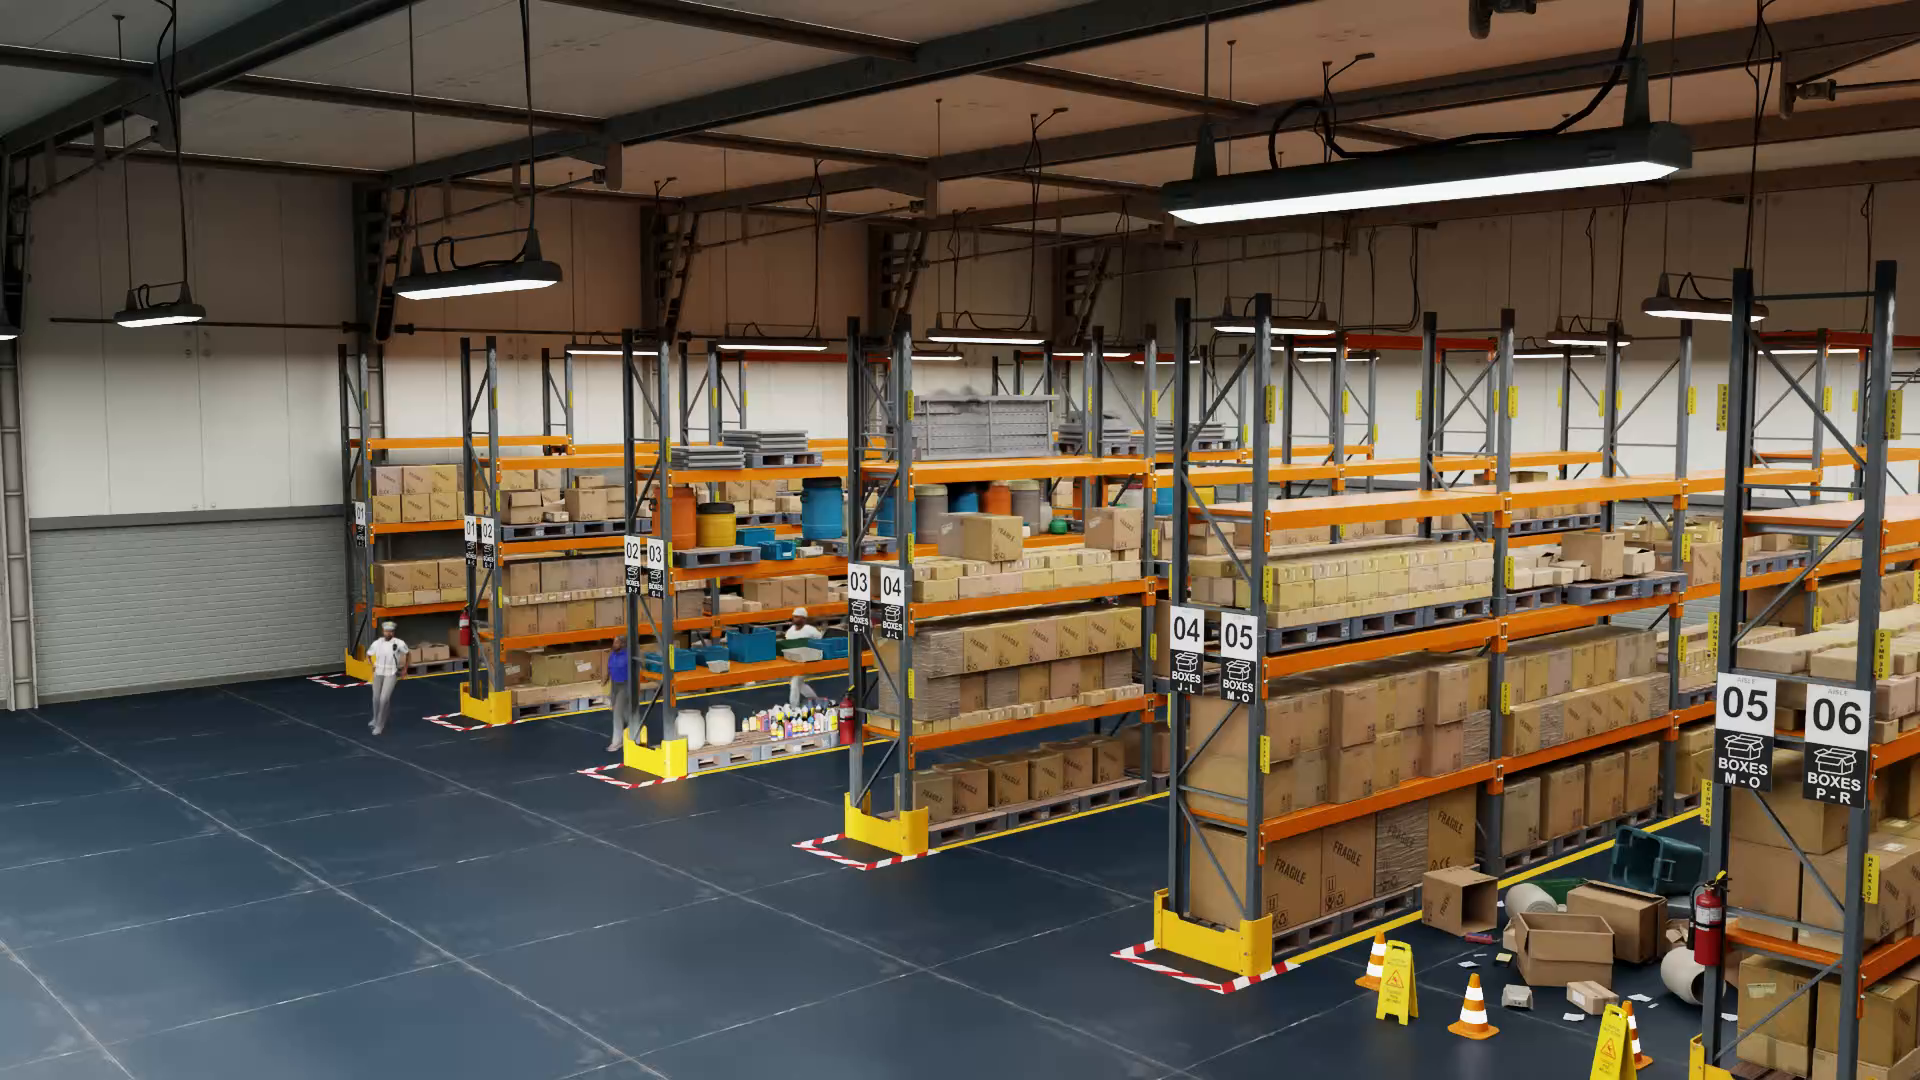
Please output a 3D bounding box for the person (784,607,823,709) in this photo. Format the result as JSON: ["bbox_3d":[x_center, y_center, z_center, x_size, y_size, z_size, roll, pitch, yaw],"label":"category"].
[{"bbox_3d":[-2.509,1.929,25.987,0.977,1.760,0.697,-5,7,-44],"label":"person"}]

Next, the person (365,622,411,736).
[{"bbox_3d":[-8.722,2.082,25.271,0.669,1.718,0.744,0,5,-4],"label":"person"}]

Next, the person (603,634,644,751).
[{"bbox_3d":[-4.878,2.198,24.156,0.601,1.652,0.775,3,6,33],"label":"person"}]
